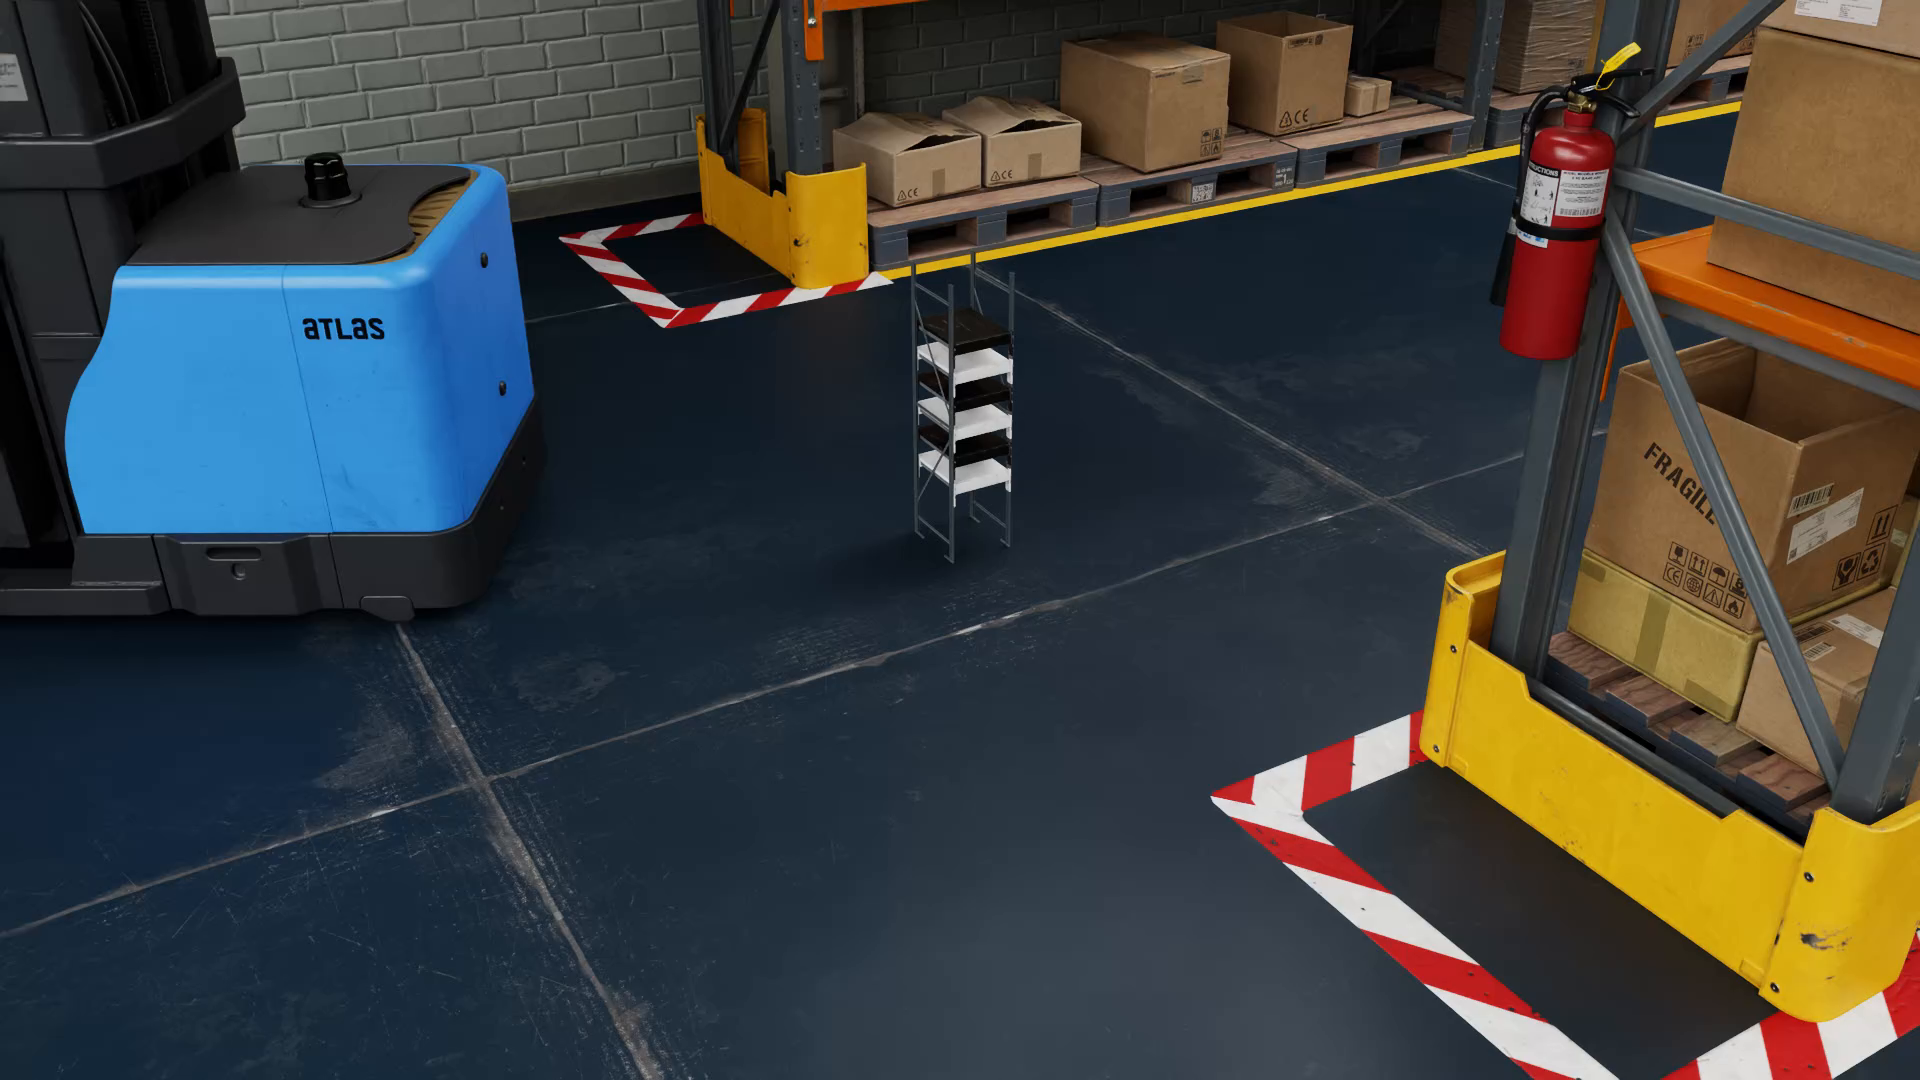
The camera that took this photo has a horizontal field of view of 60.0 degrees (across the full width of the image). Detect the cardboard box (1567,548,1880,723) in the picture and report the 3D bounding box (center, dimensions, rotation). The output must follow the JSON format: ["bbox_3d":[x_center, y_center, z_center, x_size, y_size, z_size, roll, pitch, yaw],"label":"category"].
[{"bbox_3d":[1.936,0.171,4.246,0.500,0.250,0.500,-16,33,-26],"label":"cardboard box"}]

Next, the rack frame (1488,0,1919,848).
[{"bbox_3d":[1.624,-0.594,3.222,0.127,3.000,1.000,-16,33,-26],"label":"rack frame"}]

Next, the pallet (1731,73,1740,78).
[{"bbox_3d":[5.334,-3.204,10.837,1.213,0.211,1.003,-16,33,-26],"label":"pallet"}]

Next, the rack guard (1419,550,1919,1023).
[{"bbox_3d":[1.603,0.506,3.816,0.348,0.500,1.175,-16,33,-26],"label":"rack guard"}]

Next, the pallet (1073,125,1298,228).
[{"bbox_3d":[0.945,-1.936,8.539,1.213,0.211,1.003,-16,33,-26],"label":"pallet"}]

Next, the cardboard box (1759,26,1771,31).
[{"bbox_3d":[4.911,-3.438,10.507,0.500,0.500,0.700,-16,33,-26],"label":"cardboard box"}]

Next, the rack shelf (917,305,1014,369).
[{"bbox_3d":[0.007,-0.603,4.922,0.200,0.077,0.258,-16,33,-26],"label":"rack shelf"}]

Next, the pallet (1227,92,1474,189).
[{"bbox_3d":[1.998,-2.236,9.083,1.213,0.211,1.003,-16,33,-26],"label":"pallet"}]

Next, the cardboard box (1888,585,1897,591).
[{"bbox_3d":[2.628,0.263,4.080,0.500,0.250,0.500,-16,33,-26],"label":"cardboard box"}]

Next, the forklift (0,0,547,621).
[{"bbox_3d":[-2.897,-1.274,4.525,3.031,2.935,1.130,0,29,0],"label":"forklift"}]

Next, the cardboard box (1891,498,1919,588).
[{"bbox_3d":[2.629,-0.064,3.897,0.500,0.500,0.500,-16,33,-26],"label":"cardboard box"}]

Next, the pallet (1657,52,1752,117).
[{"bbox_3d":[4.283,-2.907,10.299,1.213,0.211,1.003,-16,33,-26],"label":"pallet"}]

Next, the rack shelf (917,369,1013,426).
[{"bbox_3d":[0.007,-0.446,5.009,0.200,0.077,0.258,-16,33,-26],"label":"rack shelf"}]

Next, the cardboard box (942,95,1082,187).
[{"bbox_3d":[0.244,-1.944,7.995,0.500,0.311,0.500,-13,31,-22],"label":"cardboard box"}]

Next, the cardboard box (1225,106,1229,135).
[{"bbox_3d":[1.170,-2.197,8.622,0.250,0.149,0.380,-19,34,-30],"label":"cardboard box"}]

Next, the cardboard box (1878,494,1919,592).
[{"bbox_3d":[2.361,0.044,4.477,0.500,0.250,0.500,-16,33,-26],"label":"cardboard box"}]

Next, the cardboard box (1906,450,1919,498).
[{"bbox_3d":[2.790,-0.409,4.521,0.500,0.500,0.500,-16,33,-26],"label":"cardboard box"}]

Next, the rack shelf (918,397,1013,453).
[{"bbox_3d":[0.007,-0.367,5.052,0.200,0.077,0.258,-16,33,-26],"label":"rack shelf"}]

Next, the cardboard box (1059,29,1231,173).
[{"bbox_3d":[0.902,-2.185,8.237,0.500,0.500,0.700,-18,34,-29],"label":"cardboard box"}]

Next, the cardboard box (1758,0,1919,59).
[{"bbox_3d":[1.856,-1.095,3.355,0.250,0.149,0.380,-16,33,-27],"label":"cardboard box"}]

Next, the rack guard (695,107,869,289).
[{"bbox_3d":[-0.824,-1.581,7.598,0.348,0.500,1.175,-16,33,-26],"label":"rack guard"}]

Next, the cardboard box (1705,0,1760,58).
[{"bbox_3d":[4.497,-3.304,10.265,0.500,0.500,0.700,-16,33,-27],"label":"cardboard box"}]

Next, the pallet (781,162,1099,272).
[{"bbox_3d":[-0.105,-1.639,8.001,1.213,0.211,1.003,-16,33,-26],"label":"pallet"}]

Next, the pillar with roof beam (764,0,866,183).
[{"bbox_3d":[1.457,-4.022,3.224,0.400,9.000,9.100,-16,33,-26],"label":"pillar with roof beam"}]

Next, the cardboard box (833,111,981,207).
[{"bbox_3d":[-0.247,-1.804,7.742,0.500,0.311,0.500,-20,35,-32],"label":"cardboard box"}]

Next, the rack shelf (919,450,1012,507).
[{"bbox_3d":[0.007,-0.209,5.139,0.200,0.077,0.258,-16,33,-26],"label":"rack shelf"}]

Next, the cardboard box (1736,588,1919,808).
[{"bbox_3d":[2.199,0.387,3.855,0.500,0.250,0.500,-16,33,-26],"label":"cardboard box"}]

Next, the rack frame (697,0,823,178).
[{"bbox_3d":[-0.889,-2.657,6.960,0.127,3.000,1.000,-16,33,-26],"label":"rack frame"}]

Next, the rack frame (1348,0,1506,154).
[{"bbox_3d":[2.559,-3.636,8.734,0.127,3.000,1.000,-16,33,-26],"label":"rack frame"}]

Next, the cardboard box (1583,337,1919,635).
[{"bbox_3d":[1.935,-0.158,4.067,0.500,0.500,0.500,-16,33,-26],"label":"cardboard box"}]

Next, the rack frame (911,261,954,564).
[{"bbox_3d":[-0.081,-0.371,4.991,0.006,0.900,0.240,-16,33,-26],"label":"rack frame"}]

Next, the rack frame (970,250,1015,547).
[{"bbox_3d":[0.095,-0.421,5.081,0.006,0.900,0.240,-16,33,-26],"label":"rack frame"}]

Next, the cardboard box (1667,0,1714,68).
[{"bbox_3d":[4.066,-3.177,10.034,0.500,0.500,0.700,-15,32,-26],"label":"cardboard box"}]

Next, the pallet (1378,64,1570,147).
[{"bbox_3d":[3.230,-2.606,9.754,1.213,0.211,1.003,-16,33,-26],"label":"pallet"}]

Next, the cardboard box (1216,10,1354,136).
[{"bbox_3d":[1.685,-2.464,8.741,0.500,0.500,0.500,-19,34,-30],"label":"cardboard box"}]

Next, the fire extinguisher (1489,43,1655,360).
[{"bbox_3d":[1.286,-0.725,3.539,0.183,0.674,0.296,-16,33,-26],"label":"fire extinguisher"}]

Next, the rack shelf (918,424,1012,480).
[{"bbox_3d":[0.007,-0.288,5.096,0.200,0.077,0.258,-16,33,-26],"label":"rack shelf"}]

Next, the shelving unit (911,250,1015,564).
[{"bbox_3d":[0.007,-0.396,5.036,0.210,0.900,0.258,-16,33,-26],"label":"shelving unit"}]

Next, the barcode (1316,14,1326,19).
[{"bbox_3d":[1.972,-2.842,9.096,0.075,0.075,0.001,-16,33,-26],"label":"barcode"}]

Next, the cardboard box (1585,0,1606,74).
[{"bbox_3d":[3.606,-3.069,9.838,0.500,0.500,0.700,-17,33,-27],"label":"cardboard box"}]

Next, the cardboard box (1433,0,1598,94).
[{"bbox_3d":[3.186,-2.921,9.571,0.500,0.500,0.700,-15,32,-25],"label":"cardboard box"}]

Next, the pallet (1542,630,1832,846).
[{"bbox_3d":[2.262,0.422,4.267,1.213,0.211,1.003,-16,33,-26],"label":"pallet"}]

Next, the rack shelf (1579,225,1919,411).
[{"bbox_3d":[3.348,-0.769,4.283,4.000,0.370,1.077,-16,33,-26],"label":"rack shelf"}]

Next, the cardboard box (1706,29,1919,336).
[{"bbox_3d":[2.033,-0.747,3.396,0.500,0.500,0.700,-16,33,-26],"label":"cardboard box"}]

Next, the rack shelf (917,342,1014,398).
[{"bbox_3d":[0.007,-0.524,4.965,0.200,0.077,0.258,-16,33,-26],"label":"rack shelf"}]

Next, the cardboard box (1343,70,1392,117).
[{"bbox_3d":[2.113,-2.445,9.053,0.250,0.166,0.380,-21,35,-33],"label":"cardboard box"}]

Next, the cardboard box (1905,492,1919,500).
[{"bbox_3d":[2.791,-0.079,4.700,0.500,0.250,0.500,-16,33,-26],"label":"cardboard box"}]

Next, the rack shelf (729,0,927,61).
[{"bbox_3d":[0.835,-2.832,8.021,4.000,0.370,1.077,-16,33,-26],"label":"rack shelf"}]
